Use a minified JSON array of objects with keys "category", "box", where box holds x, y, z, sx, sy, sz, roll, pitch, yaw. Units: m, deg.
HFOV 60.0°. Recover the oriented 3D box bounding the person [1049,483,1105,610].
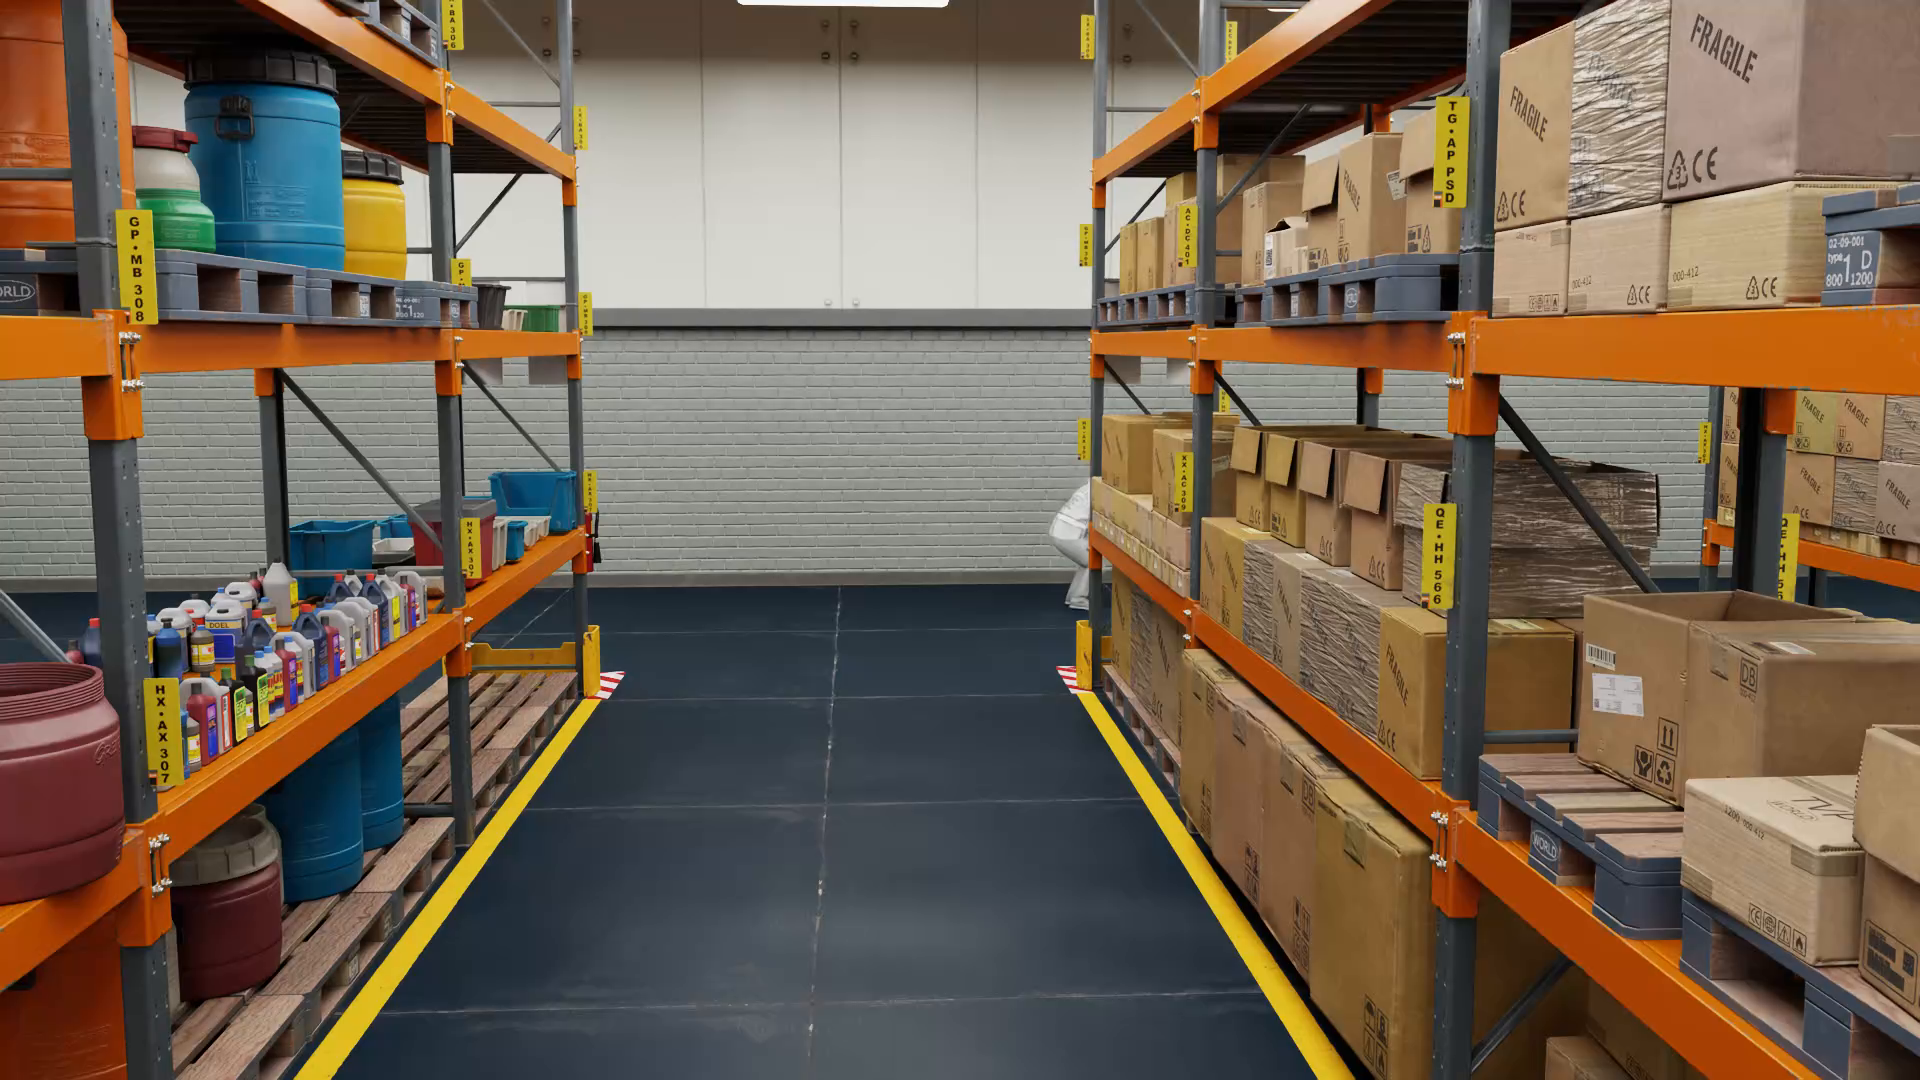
[{"category":"person","box":[1.314,-0.016,17.197,0.790,1.440,0.590,0,7,-4]}]
